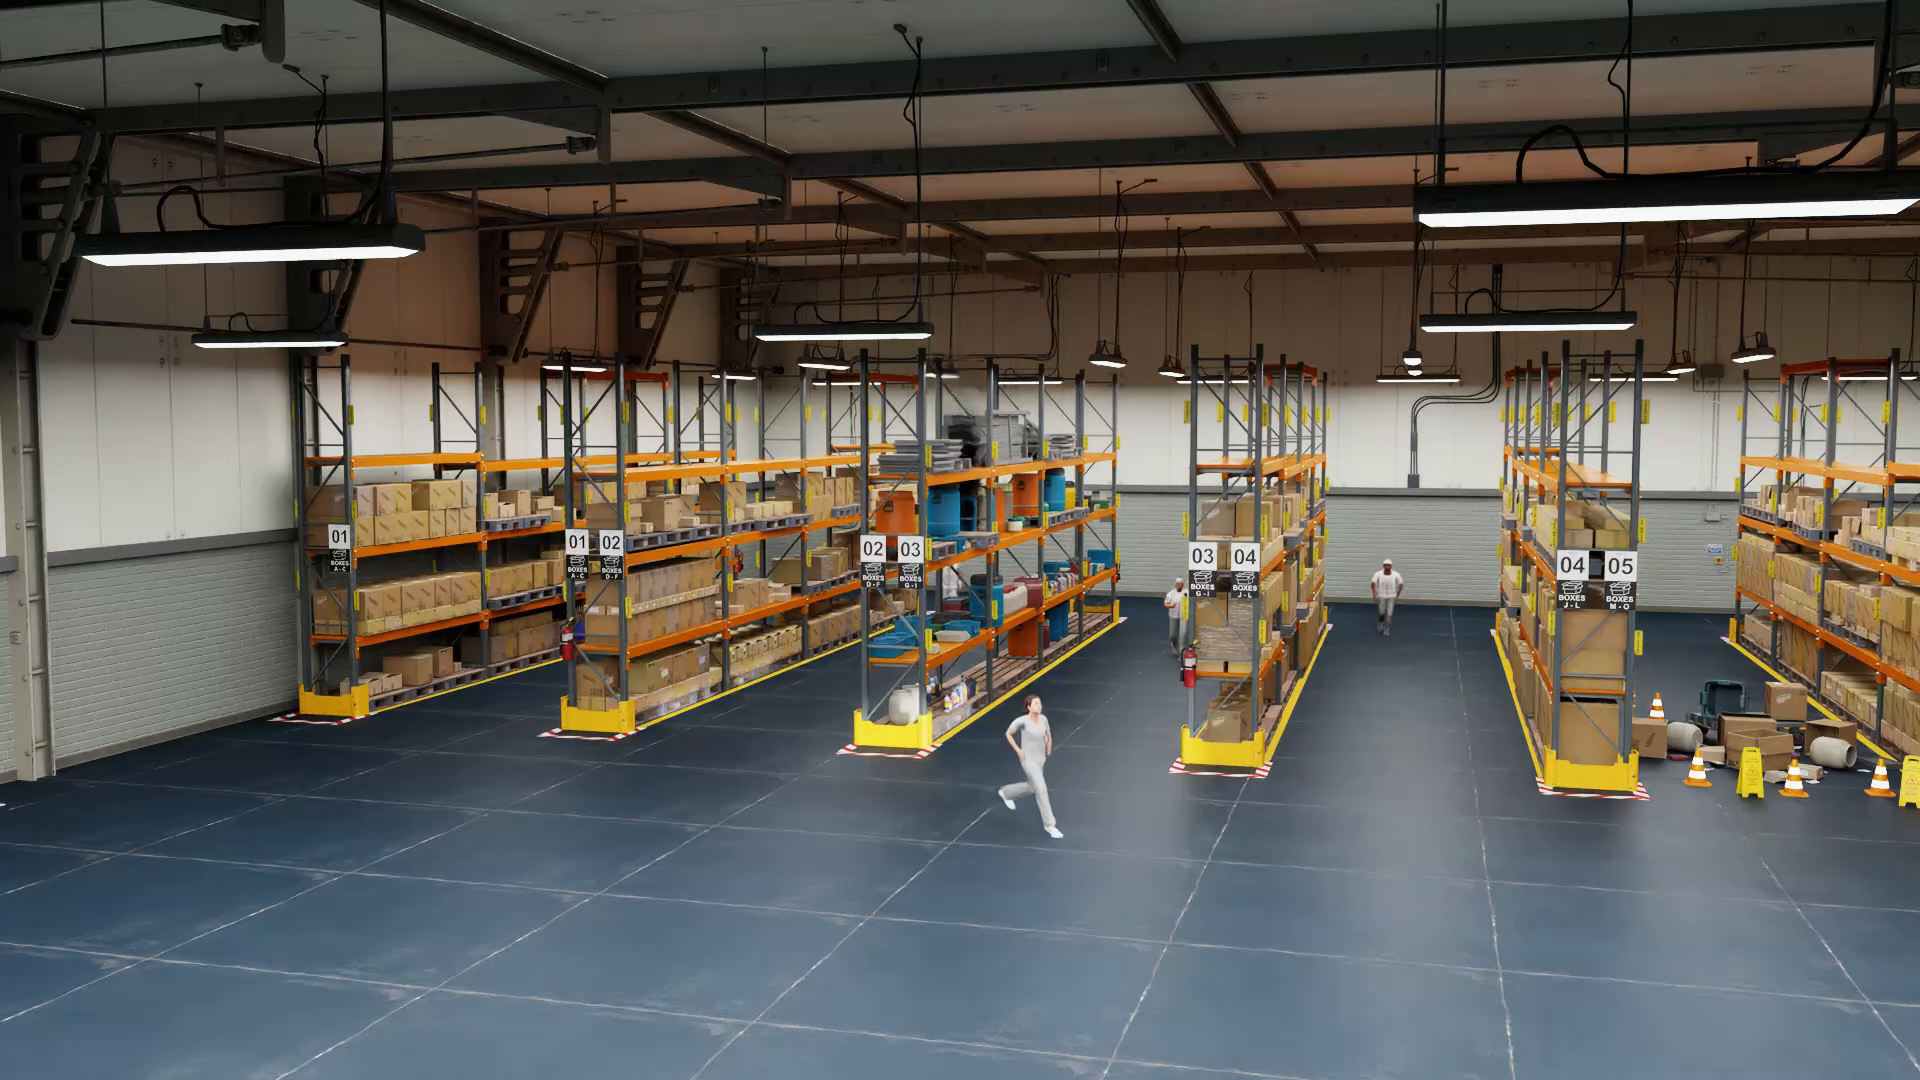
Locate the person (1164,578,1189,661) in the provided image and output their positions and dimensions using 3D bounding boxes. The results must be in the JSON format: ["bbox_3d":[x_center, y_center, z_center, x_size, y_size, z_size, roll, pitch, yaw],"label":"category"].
[{"bbox_3d":[4.494,1.598,34.109,0.607,1.651,0.941,1,4,11],"label":"person"}]

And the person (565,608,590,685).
[{"bbox_3d":[-6.621,2.019,28.980,0.599,1.698,0.847,1,4,17],"label":"person"}]

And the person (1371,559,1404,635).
[{"bbox_3d":[9.746,1.300,37.898,0.715,1.733,0.577,1,4,12],"label":"person"}]

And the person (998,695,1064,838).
[{"bbox_3d":[0.858,2.685,20.072,0.537,1.677,1.114,-4,6,-45],"label":"person"}]

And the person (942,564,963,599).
[{"bbox_3d":[-0.252,1.178,39.333,0.654,1.771,0.897,0,4,2],"label":"person"}]
